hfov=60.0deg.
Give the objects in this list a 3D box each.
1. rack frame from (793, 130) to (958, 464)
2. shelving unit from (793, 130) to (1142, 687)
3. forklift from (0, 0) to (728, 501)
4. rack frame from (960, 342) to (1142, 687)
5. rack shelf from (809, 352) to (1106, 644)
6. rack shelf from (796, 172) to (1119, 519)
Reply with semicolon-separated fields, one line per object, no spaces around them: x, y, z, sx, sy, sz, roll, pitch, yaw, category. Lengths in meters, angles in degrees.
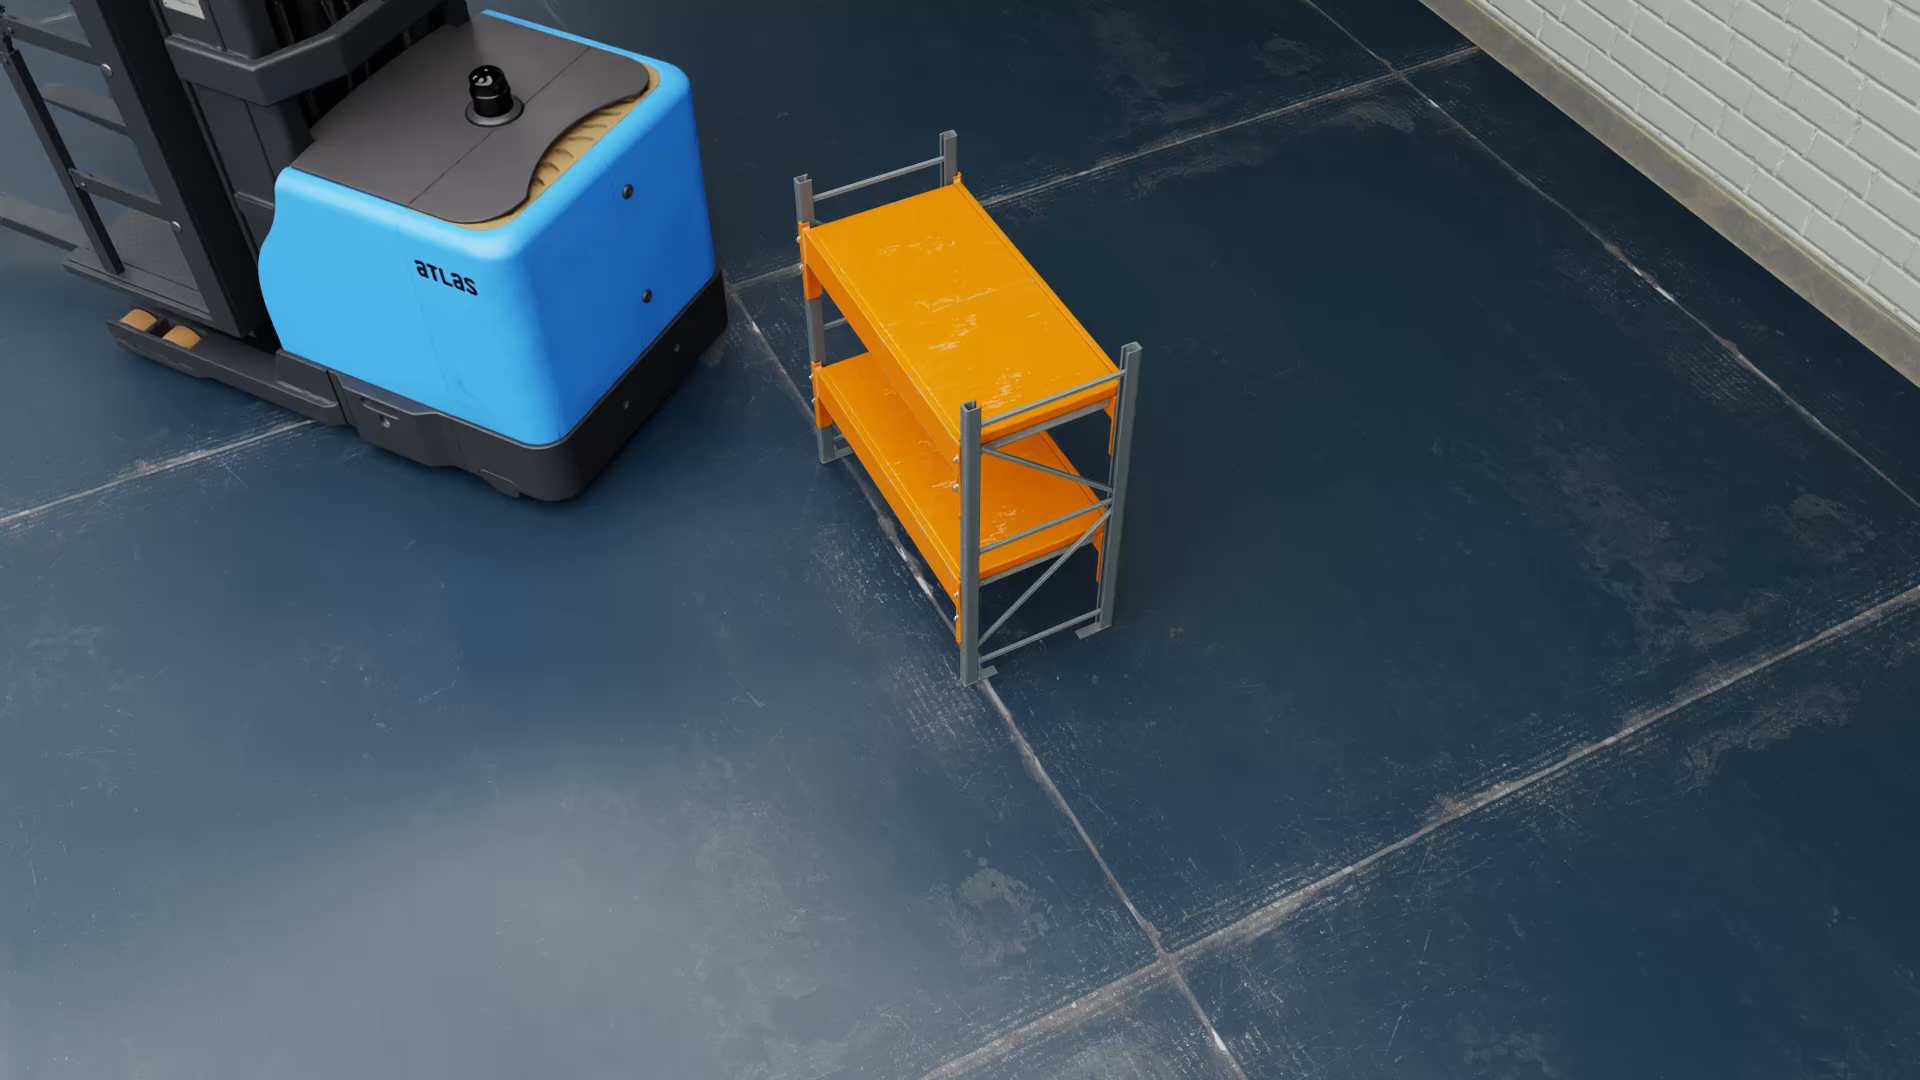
-0.236;-0.715;5.128;0.500;1.125;0.032;-21;52;-18;rack frame
-0.003;-0.375;4.831;0.538;1.125;1.048;-21;52;-18;shelving unit
-2.366;-1.873;4.941;3.031;2.935;1.130;20;52;17;forklift
0.230;-0.035;4.533;0.500;1.125;0.032;-21;52;-18;rack frame
-0.003;-0.214;5.015;0.538;0.278;1.000;-21;52;-18;rack shelf
-0.003;-0.568;4.610;0.538;0.278;1.000;-21;52;-18;rack shelf
